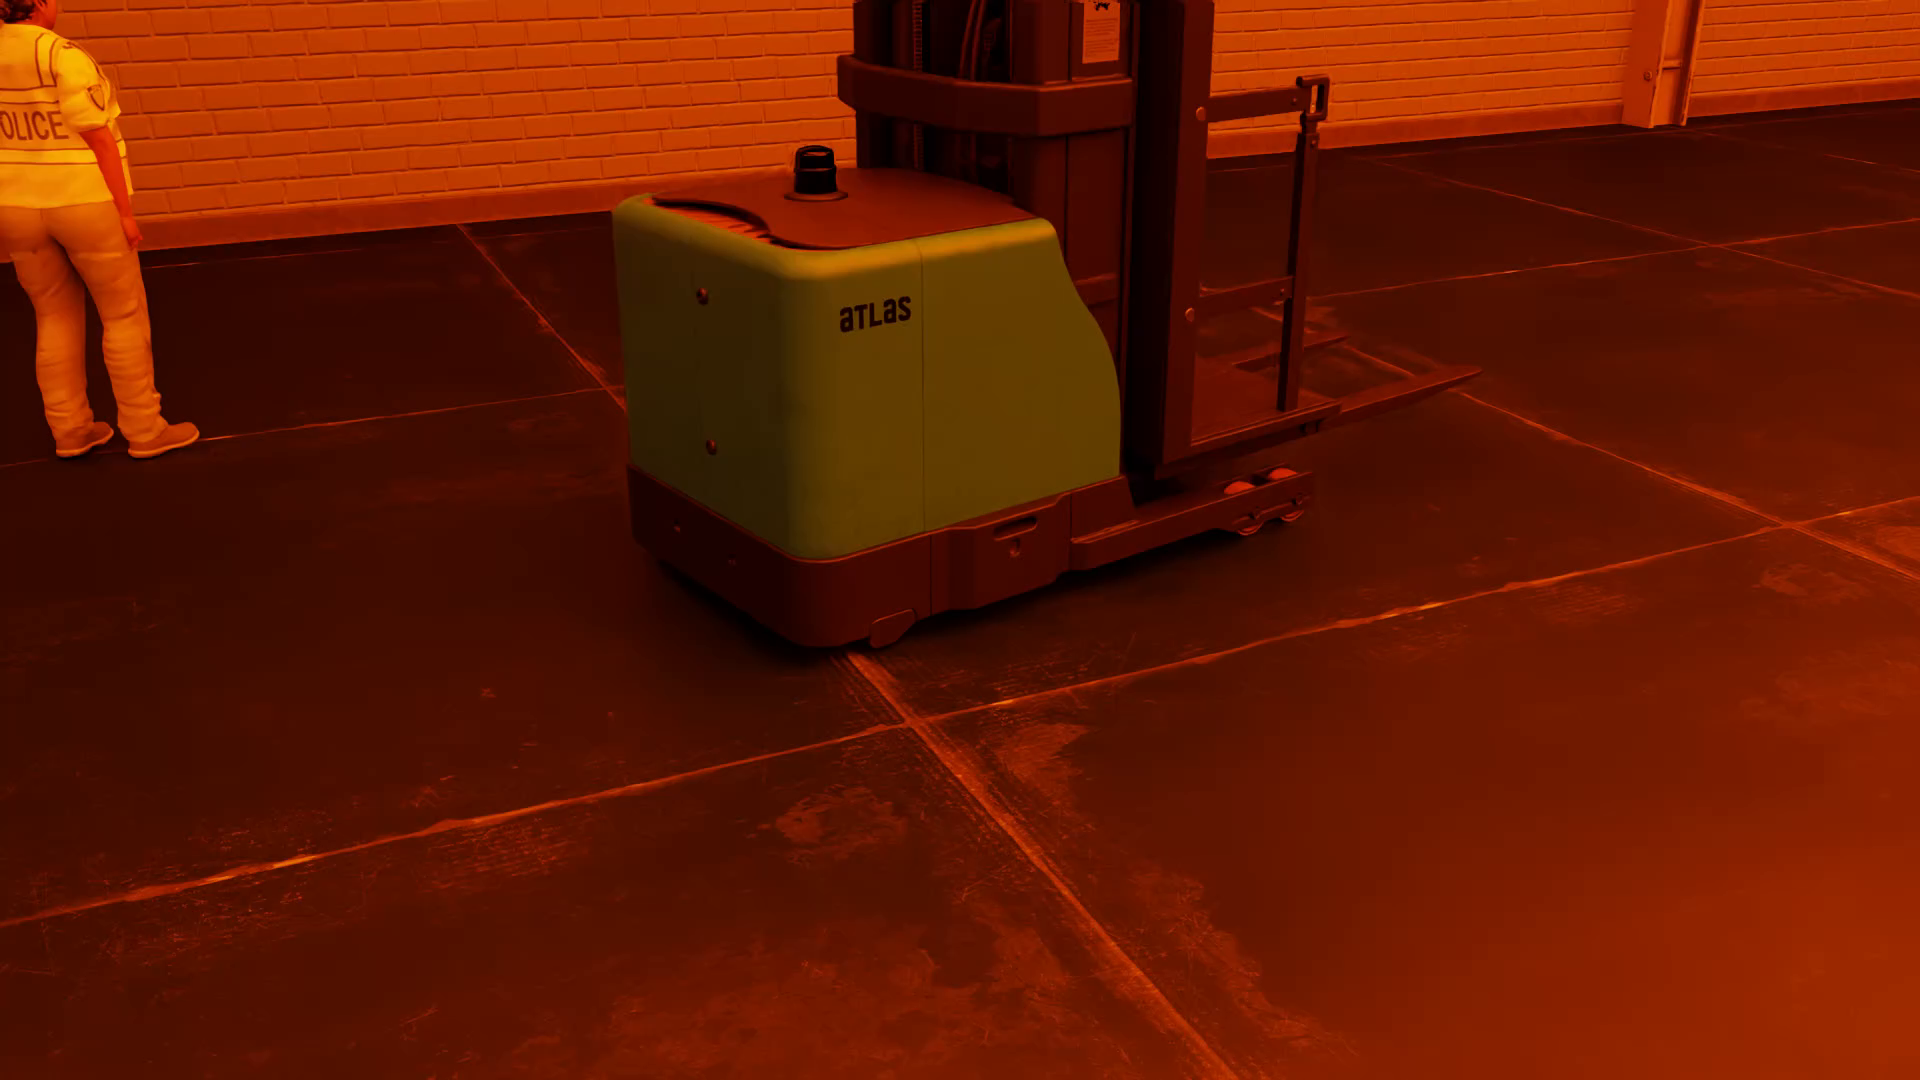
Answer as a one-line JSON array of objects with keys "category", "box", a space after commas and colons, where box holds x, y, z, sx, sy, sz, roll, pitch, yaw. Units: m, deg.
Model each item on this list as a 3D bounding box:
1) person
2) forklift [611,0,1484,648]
[{"category": "person", "box": [-2.982, -1.091, 5.570, 0.479, 1.668, 0.388, 2, 23, 6]}, {"category": "forklift", "box": [0.497, -1.510, 4.920, 3.031, 2.935, 1.130, -17, 28, -35]}]
